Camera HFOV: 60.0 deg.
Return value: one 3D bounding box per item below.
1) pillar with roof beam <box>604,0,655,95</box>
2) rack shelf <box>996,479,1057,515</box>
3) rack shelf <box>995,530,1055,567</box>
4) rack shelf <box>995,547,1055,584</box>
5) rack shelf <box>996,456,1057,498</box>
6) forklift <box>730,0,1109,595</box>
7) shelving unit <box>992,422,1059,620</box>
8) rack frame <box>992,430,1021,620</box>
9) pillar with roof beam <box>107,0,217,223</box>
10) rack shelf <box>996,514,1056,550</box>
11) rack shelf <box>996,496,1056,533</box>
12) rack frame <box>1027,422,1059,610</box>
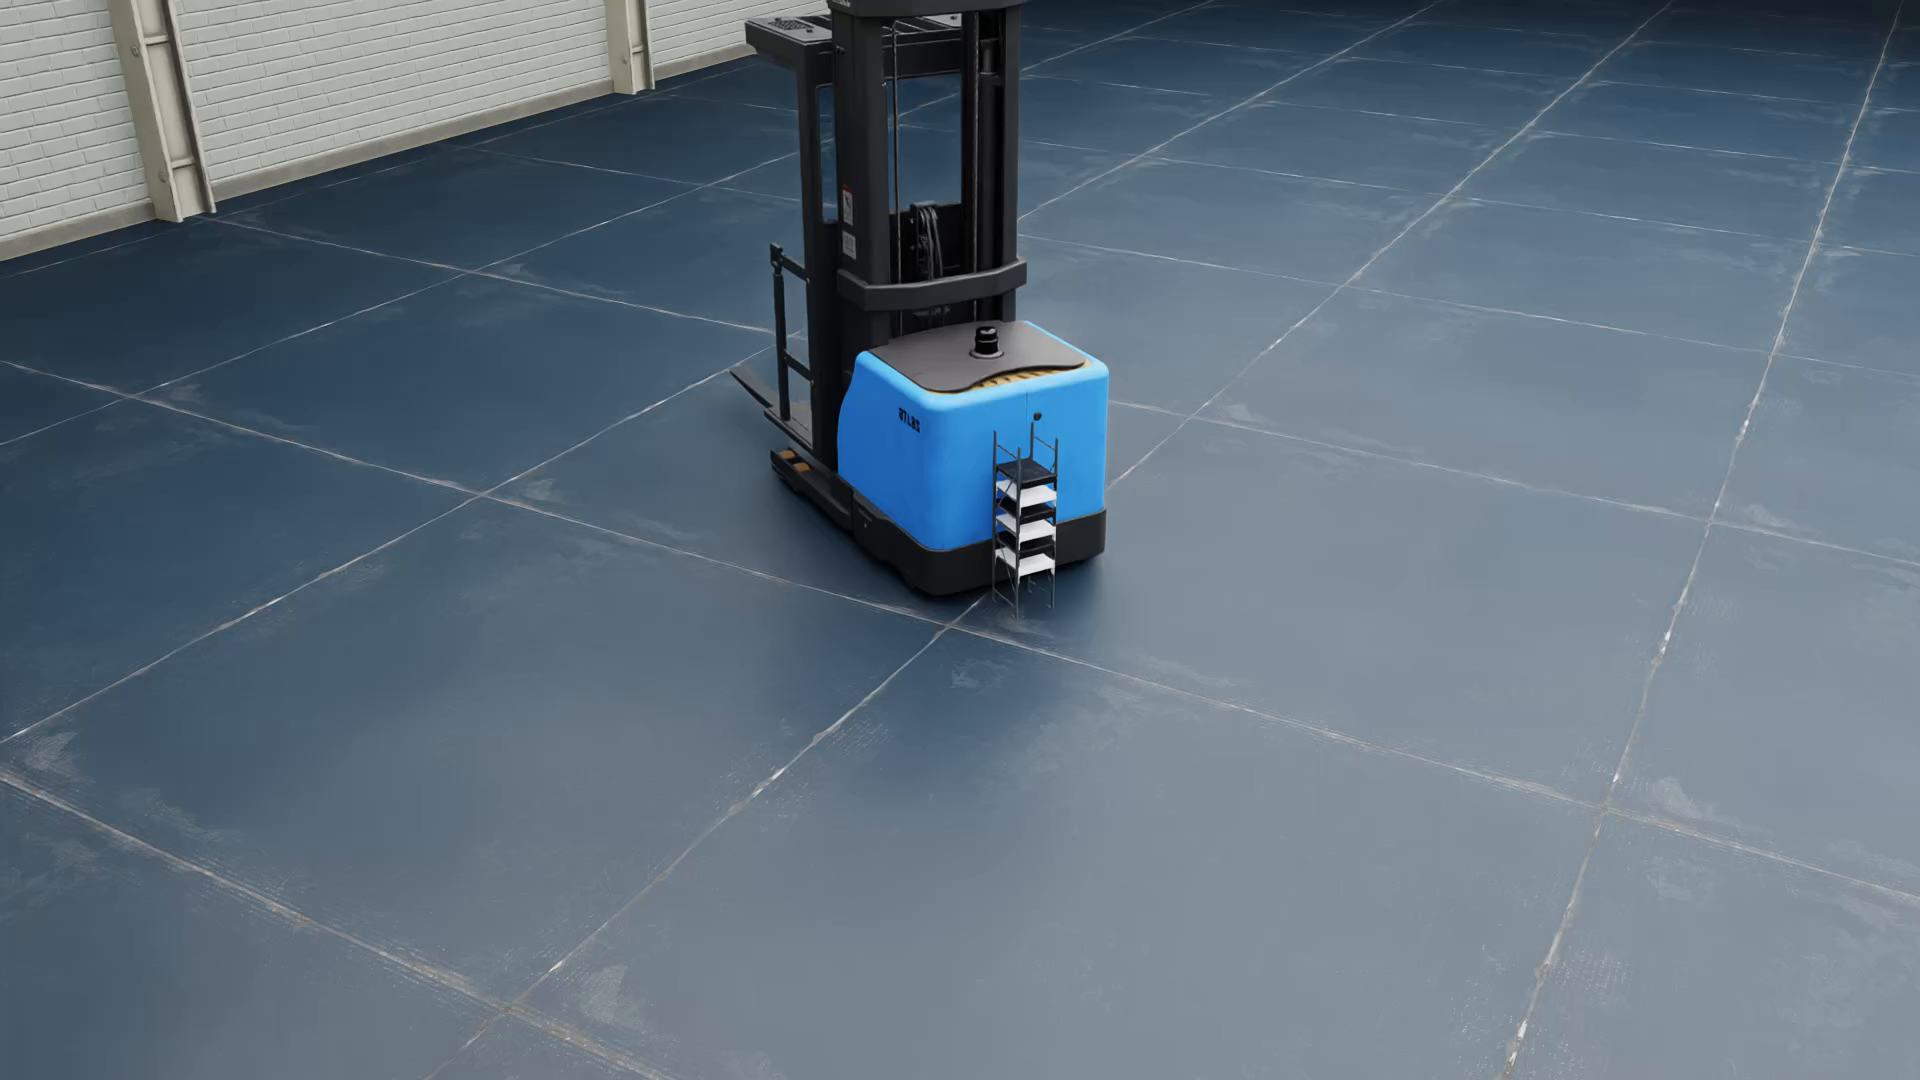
[{"bbox_3d":[0.014,-8.223,15.124,9.100,9.000,0.400,14,30,26],"label":"pillar with roof beam"},{"bbox_3d":[0.305,-0.217,7.851,0.200,0.077,0.258,-14,30,-26],"label":"rack shelf"},{"bbox_3d":[0.305,0.024,7.972,0.200,0.077,0.258,-14,30,-26],"label":"rack shelf"},{"bbox_3d":[0.305,0.105,8.012,0.200,0.077,0.258,-14,30,-26],"label":"rack shelf"},{"bbox_3d":[0.305,-0.298,7.811,0.200,0.077,0.258,-14,30,-26],"label":"rack shelf"},{"bbox_3d":[-0.414,-1.667,8.806,1.130,2.935,3.031,-14,30,-26],"label":"forklift"},{"bbox_3d":[0.305,-0.086,7.917,0.210,0.900,0.258,-14,30,-26],"label":"shelving unit"},{"bbox_3d":[0.216,-0.064,7.873,0.006,0.900,0.240,-14,30,-26],"label":"rack frame"},{"bbox_3d":[-2.937,-5.885,10.452,9.100,9.000,0.400,14,30,26],"label":"pillar with roof beam"},{"bbox_3d":[0.305,-0.056,7.932,0.200,0.077,0.258,-14,30,-26],"label":"rack shelf"},{"bbox_3d":[0.305,-0.137,7.891,0.200,0.077,0.258,-14,30,-26],"label":"rack shelf"},{"bbox_3d":[0.394,-0.108,7.961,0.006,0.900,0.240,-14,30,-26],"label":"rack frame"}]
